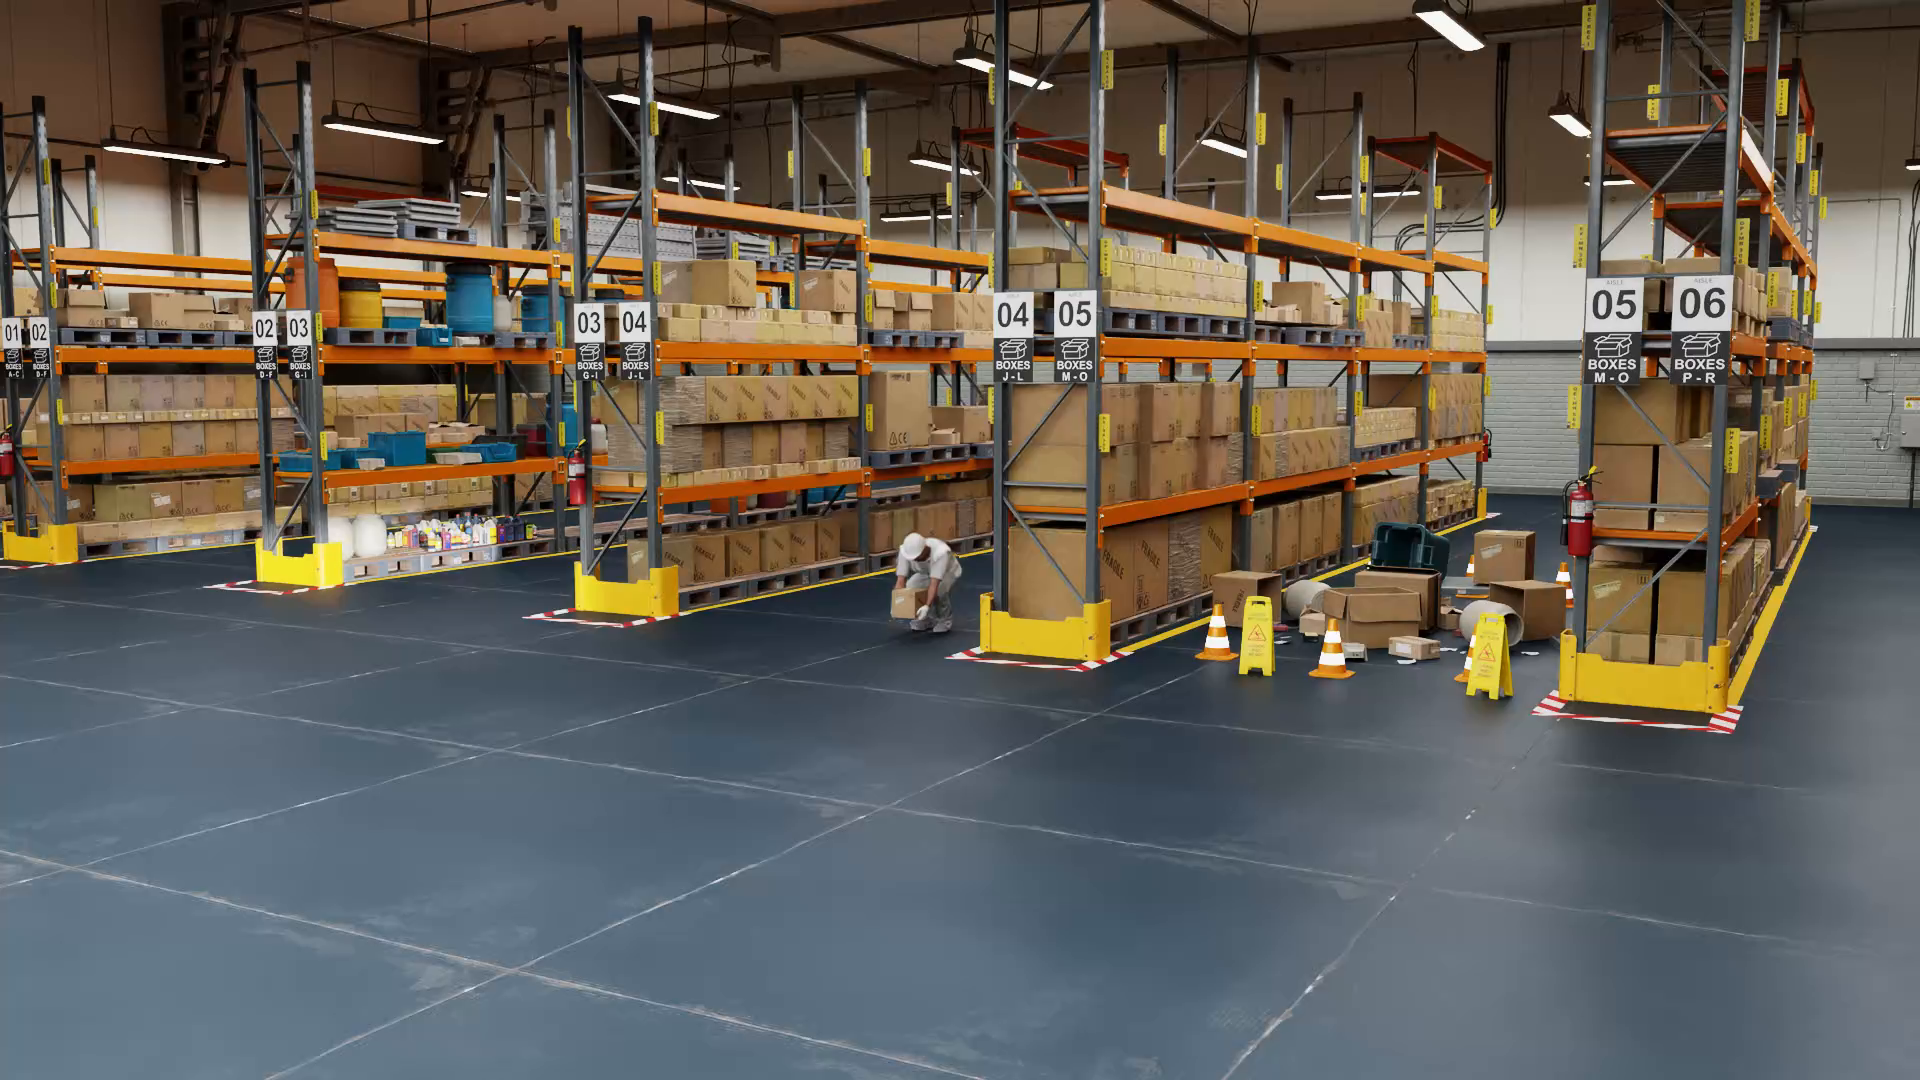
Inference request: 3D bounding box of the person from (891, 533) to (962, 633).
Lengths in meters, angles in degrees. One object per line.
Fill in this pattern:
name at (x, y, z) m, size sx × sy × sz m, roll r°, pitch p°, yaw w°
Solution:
person at (-0.297, 0.398, 15.977) m, size 0.555 × 1.001 × 0.926 m, roll 3°, pitch 7°, yaw 27°
